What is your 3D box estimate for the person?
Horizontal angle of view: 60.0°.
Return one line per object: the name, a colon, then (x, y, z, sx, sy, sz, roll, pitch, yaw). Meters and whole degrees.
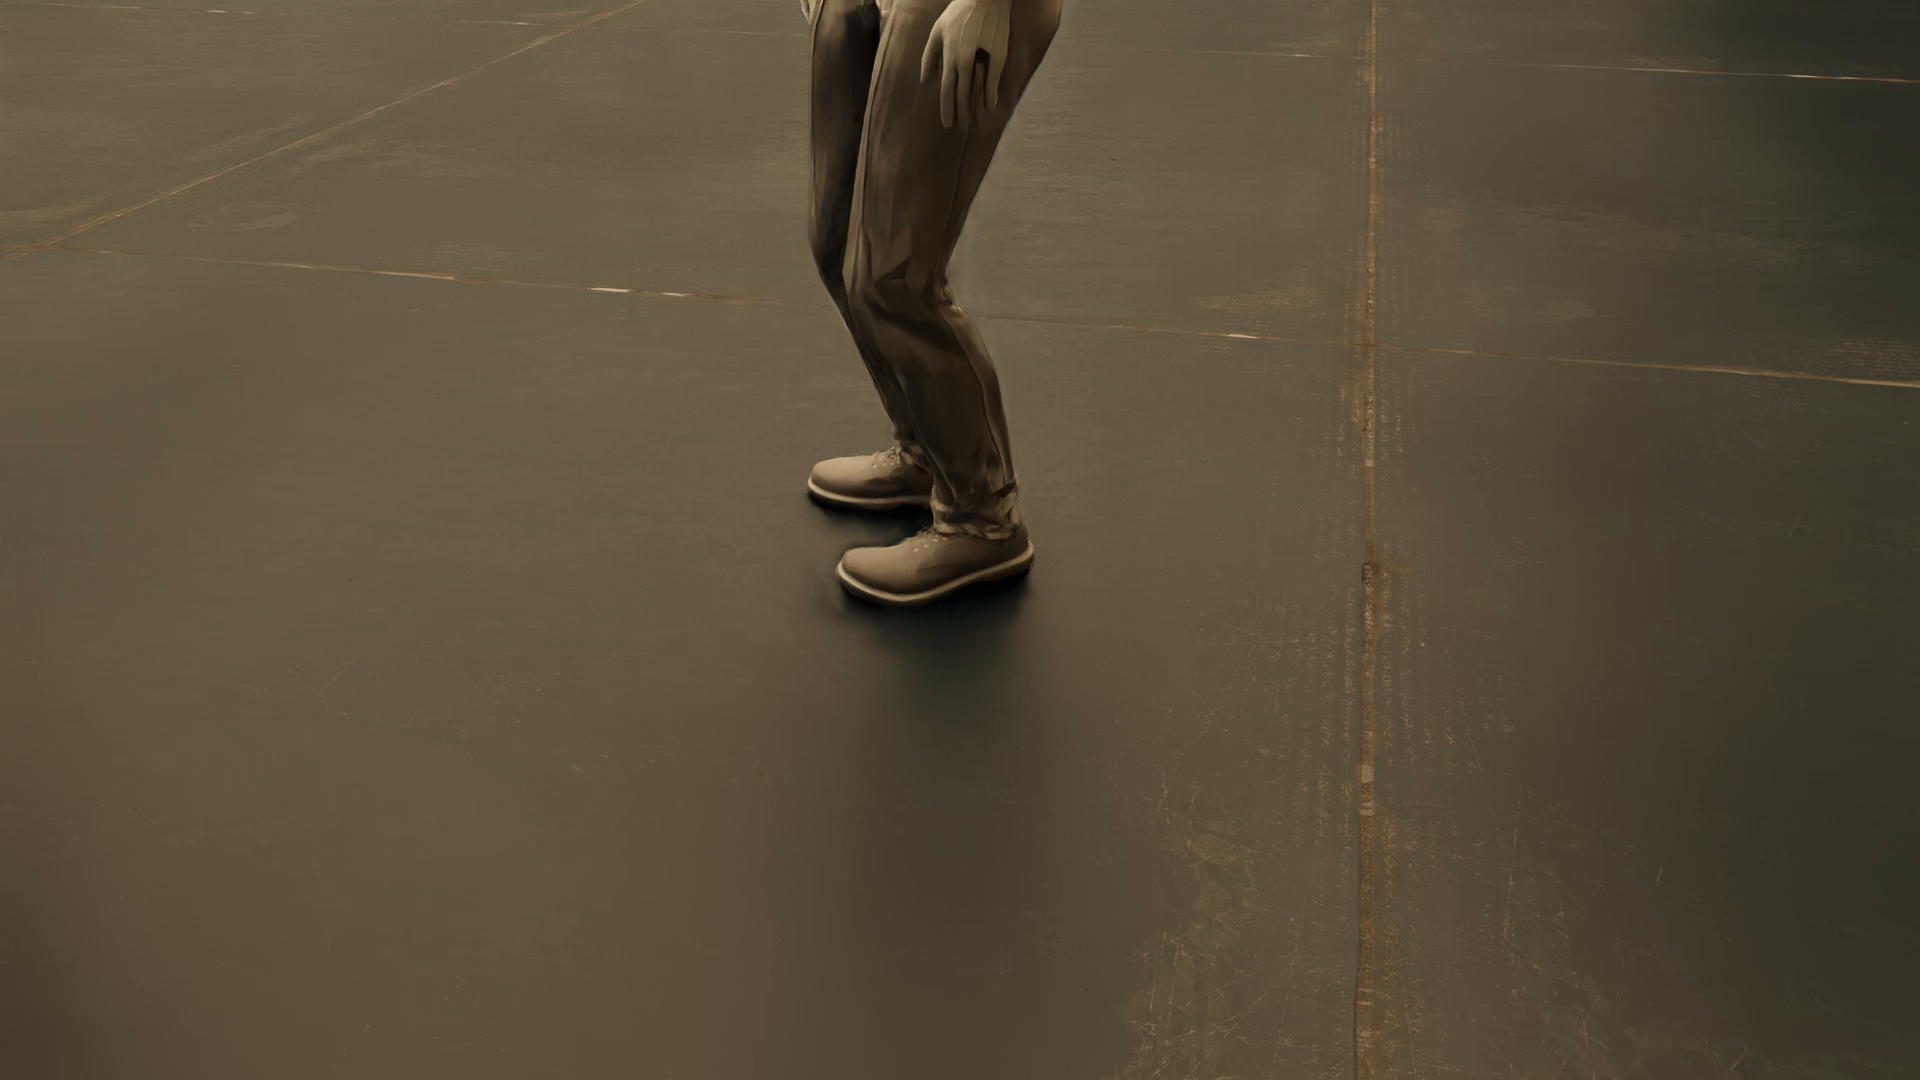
person: (-0.046, -0.708, 2.087, 0.341, 1.647, 0.599, -13, 30, -25)
